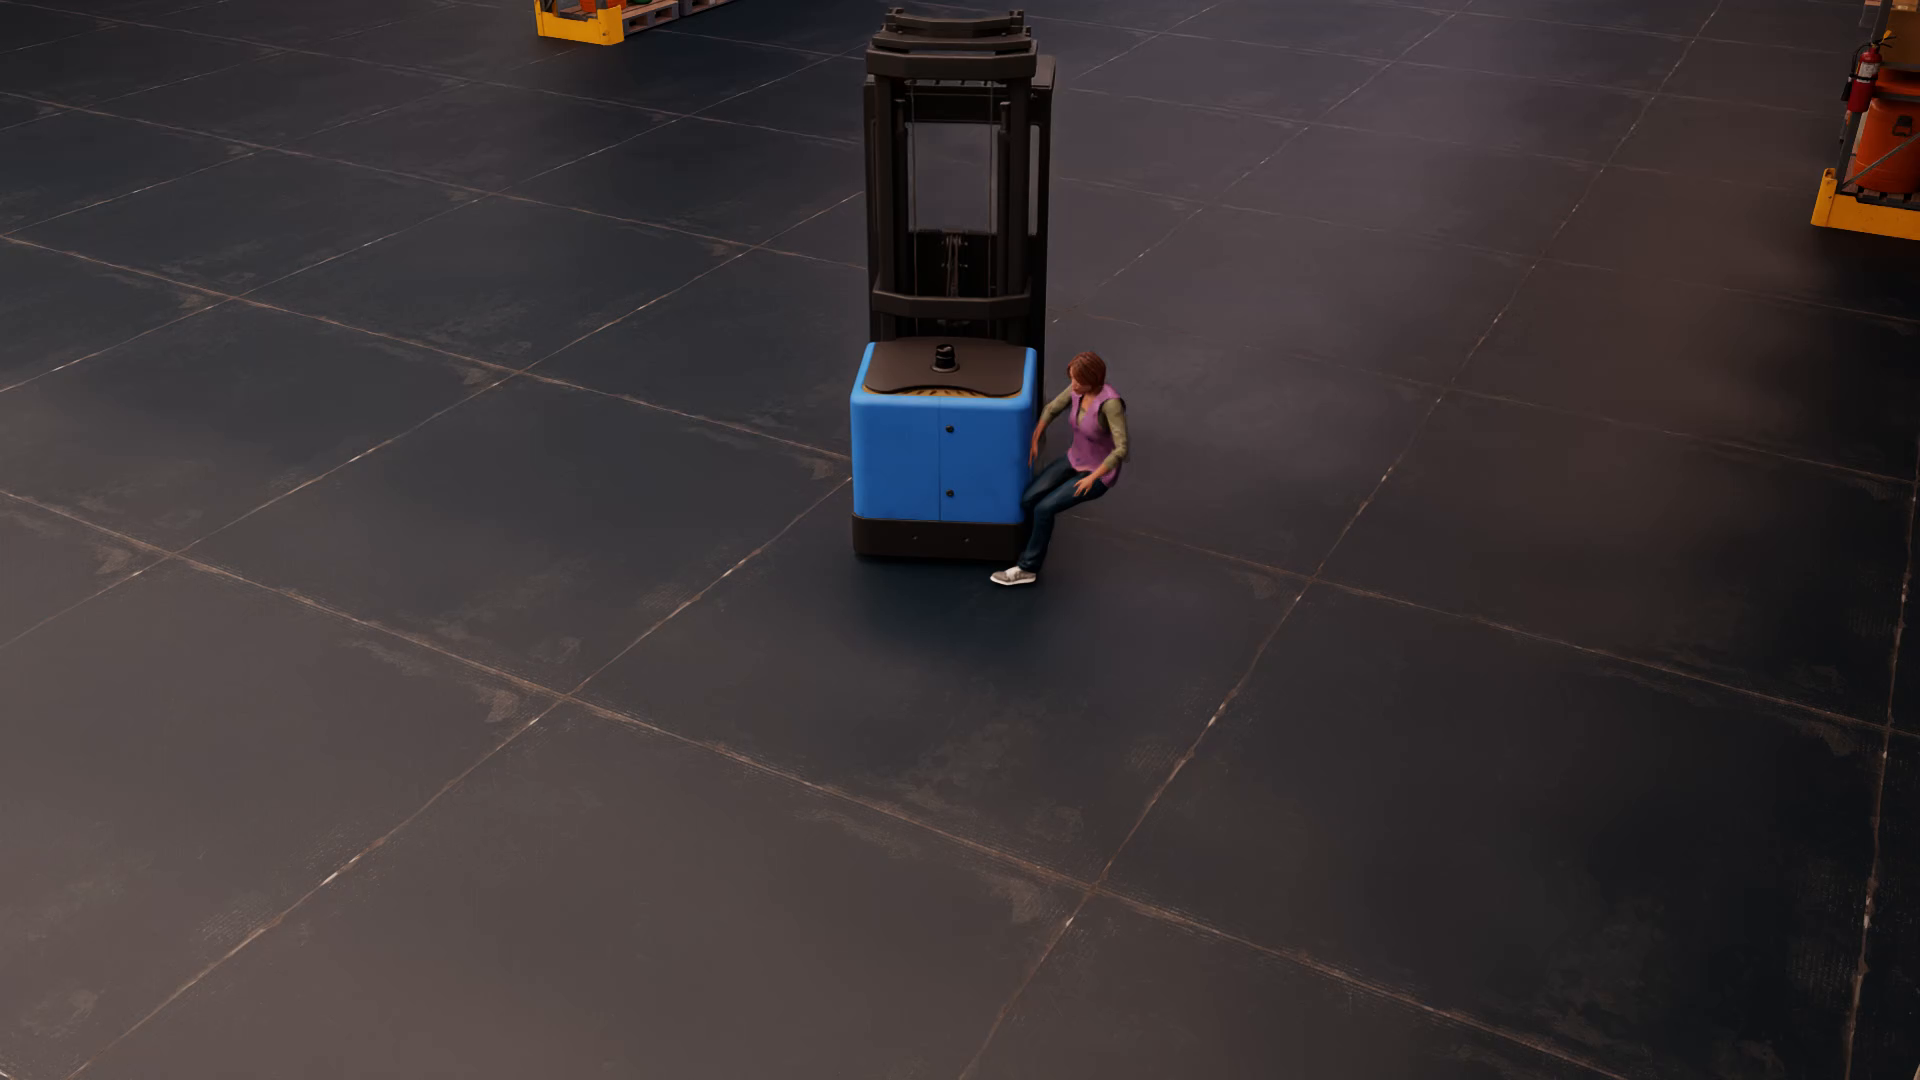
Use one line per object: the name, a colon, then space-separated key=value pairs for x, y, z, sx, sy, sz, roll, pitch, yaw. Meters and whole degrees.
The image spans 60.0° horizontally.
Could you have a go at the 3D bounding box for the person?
person: x=0.549 y=-0.379 z=9.357 sx=0.778 sy=1.400 sz=0.665 roll=-20 pitch=36 yaw=-31

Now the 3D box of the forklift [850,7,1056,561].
forklift: x=0.005 y=-1.857 z=10.288 sx=1.130 sy=2.935 sz=3.031 roll=2 pitch=30 yaw=4
